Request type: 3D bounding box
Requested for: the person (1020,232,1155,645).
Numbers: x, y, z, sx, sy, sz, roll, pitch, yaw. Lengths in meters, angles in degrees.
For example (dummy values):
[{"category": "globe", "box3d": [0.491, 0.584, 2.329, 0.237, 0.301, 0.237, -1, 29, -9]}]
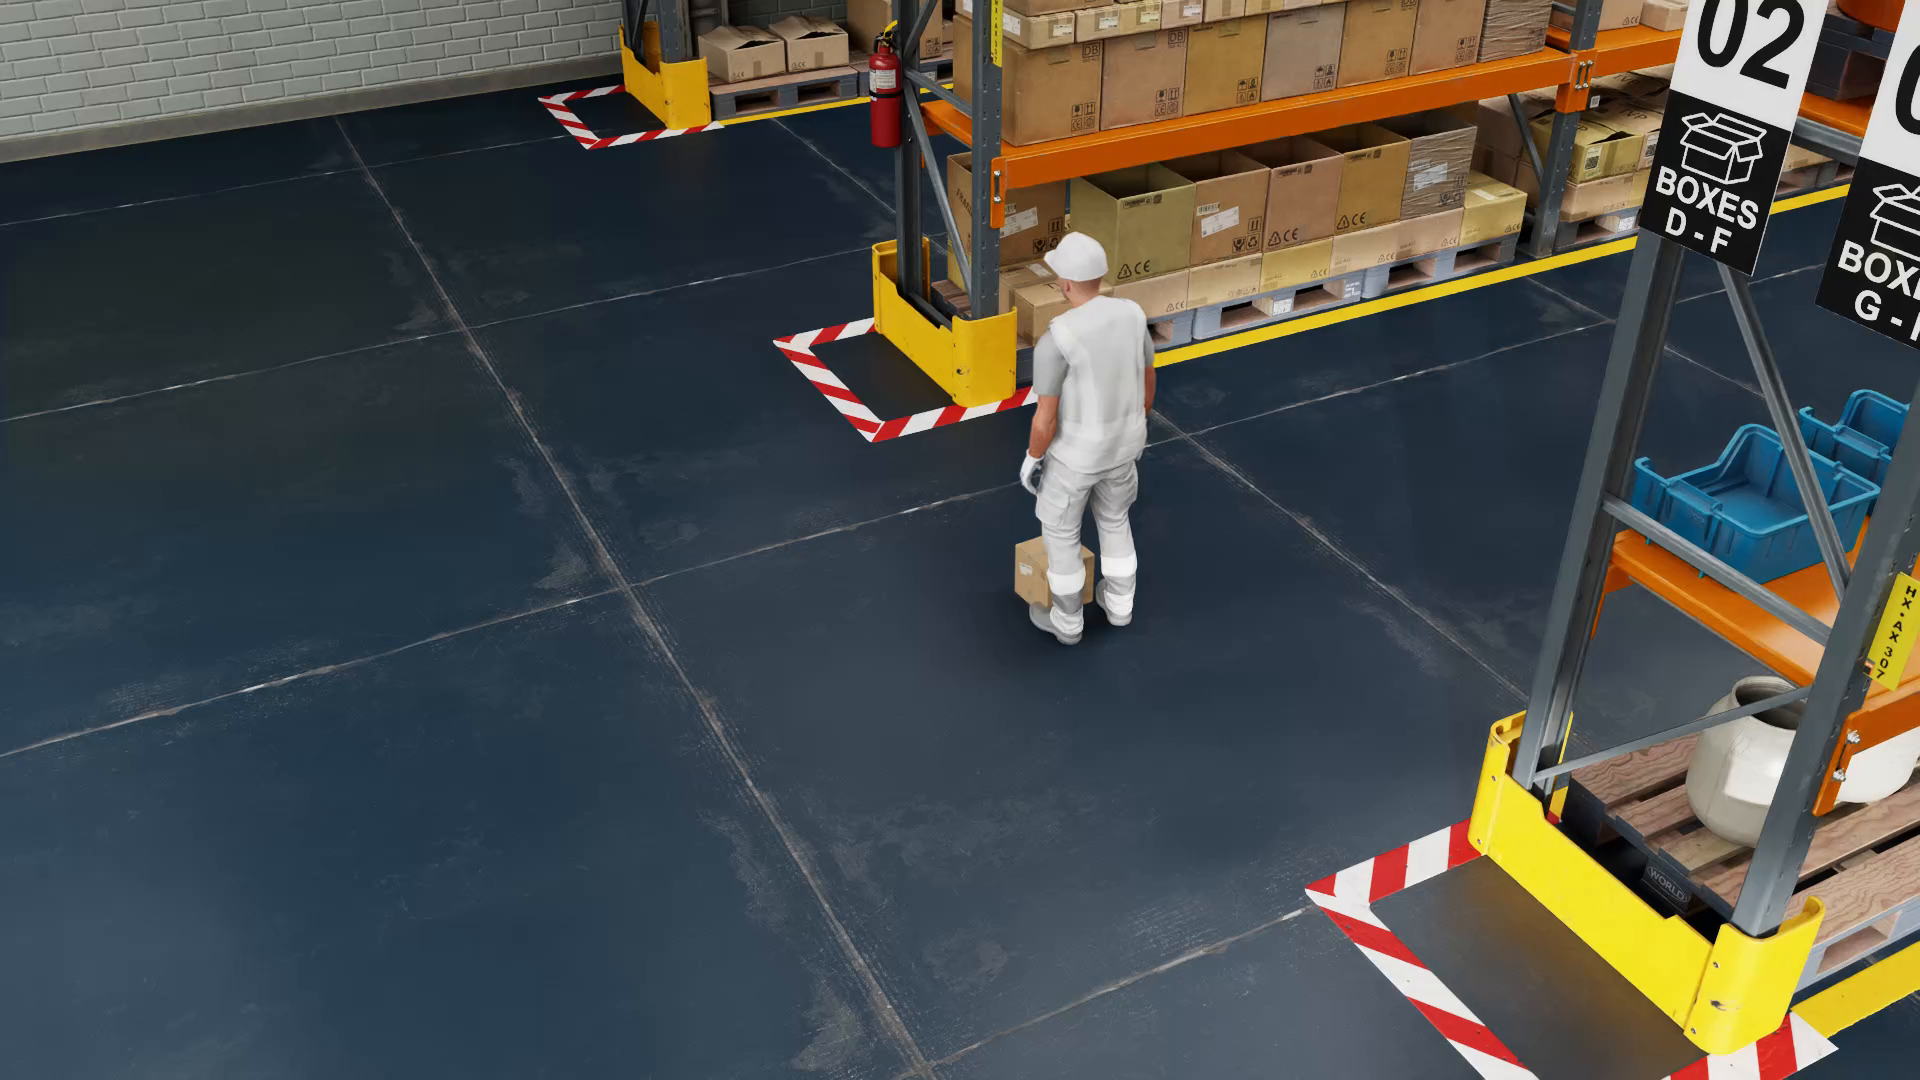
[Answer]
[{"category": "person", "box3d": [0.508, -0.384, 6.722, 0.616, 1.778, 0.453, -18, 37, -26]}]
